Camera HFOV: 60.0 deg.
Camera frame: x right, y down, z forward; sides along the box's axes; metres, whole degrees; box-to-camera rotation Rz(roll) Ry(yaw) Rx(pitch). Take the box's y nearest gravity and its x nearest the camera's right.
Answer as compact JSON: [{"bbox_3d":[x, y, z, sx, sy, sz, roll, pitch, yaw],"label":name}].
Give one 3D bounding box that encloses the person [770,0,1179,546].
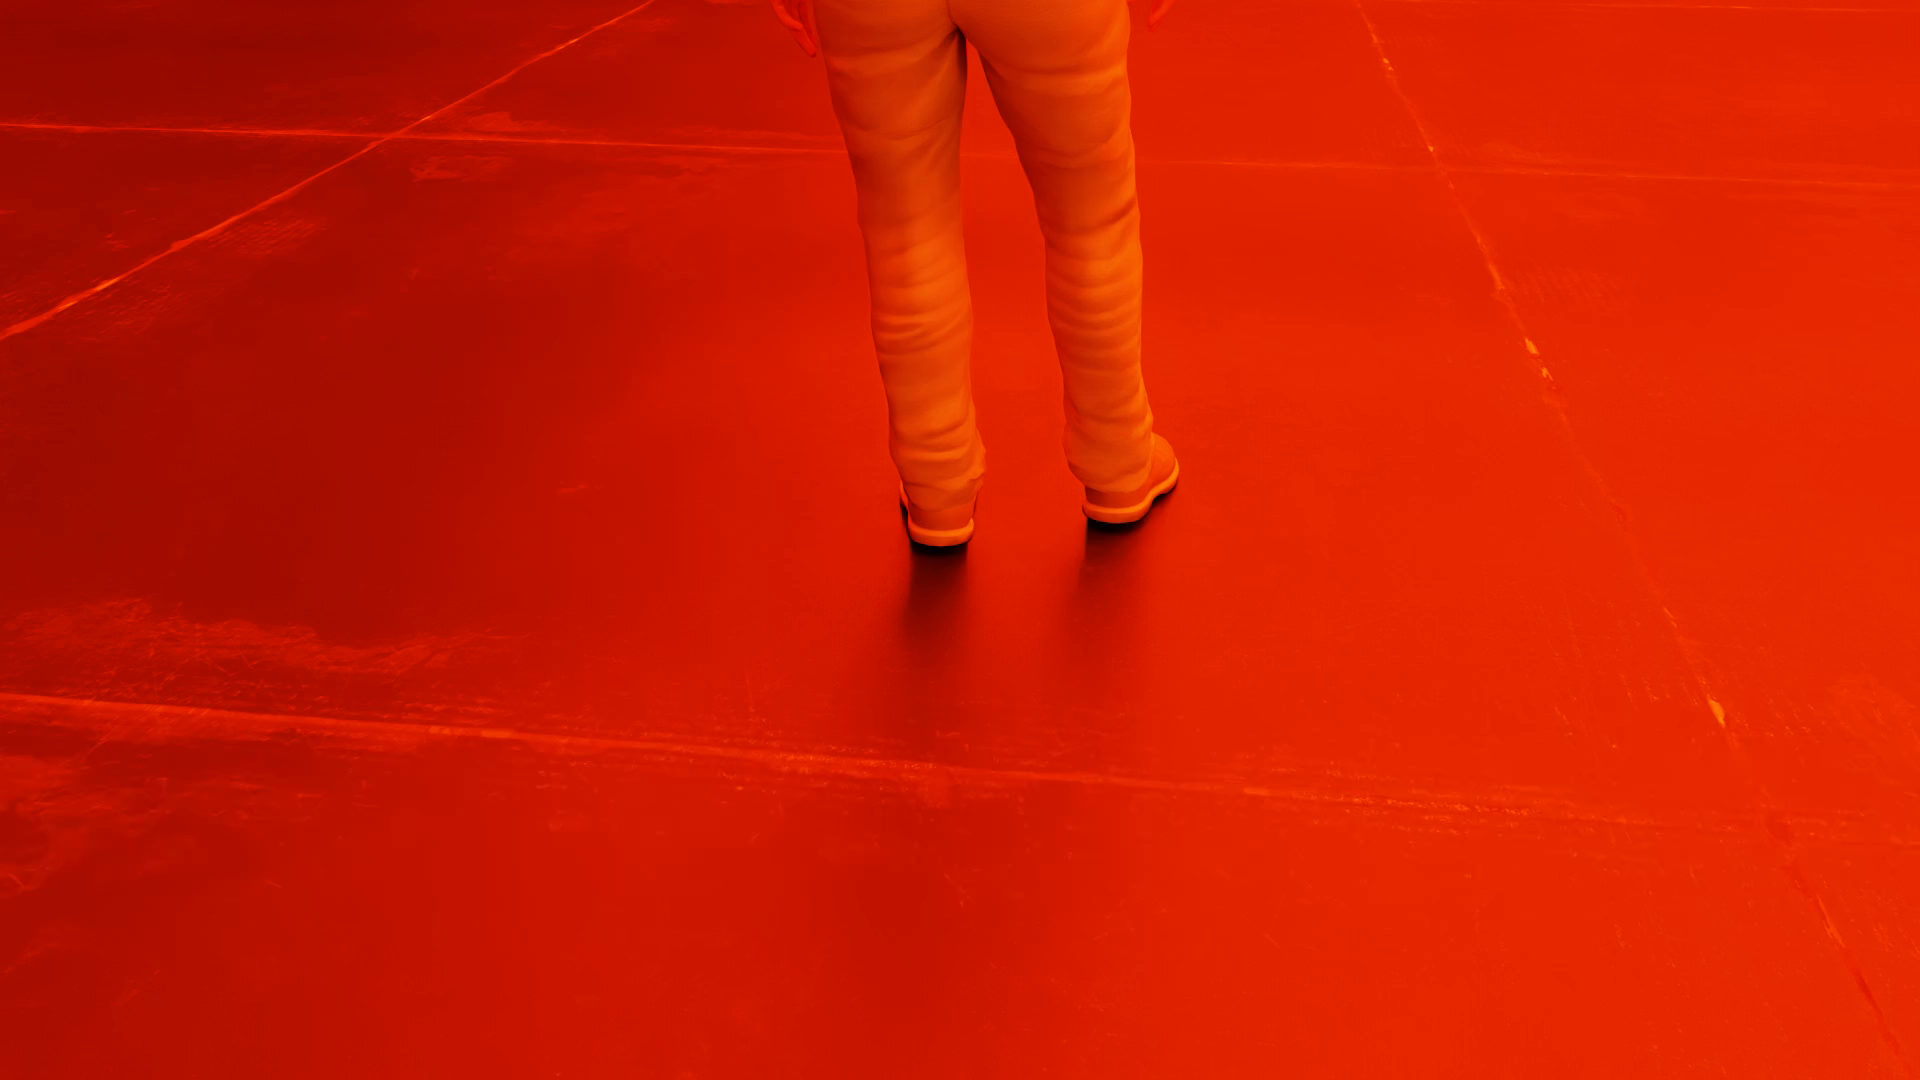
[{"bbox_3d":[0.033,-0.784,2.190,0.598,1.670,0.529,3,27,7],"label":"person"}]
